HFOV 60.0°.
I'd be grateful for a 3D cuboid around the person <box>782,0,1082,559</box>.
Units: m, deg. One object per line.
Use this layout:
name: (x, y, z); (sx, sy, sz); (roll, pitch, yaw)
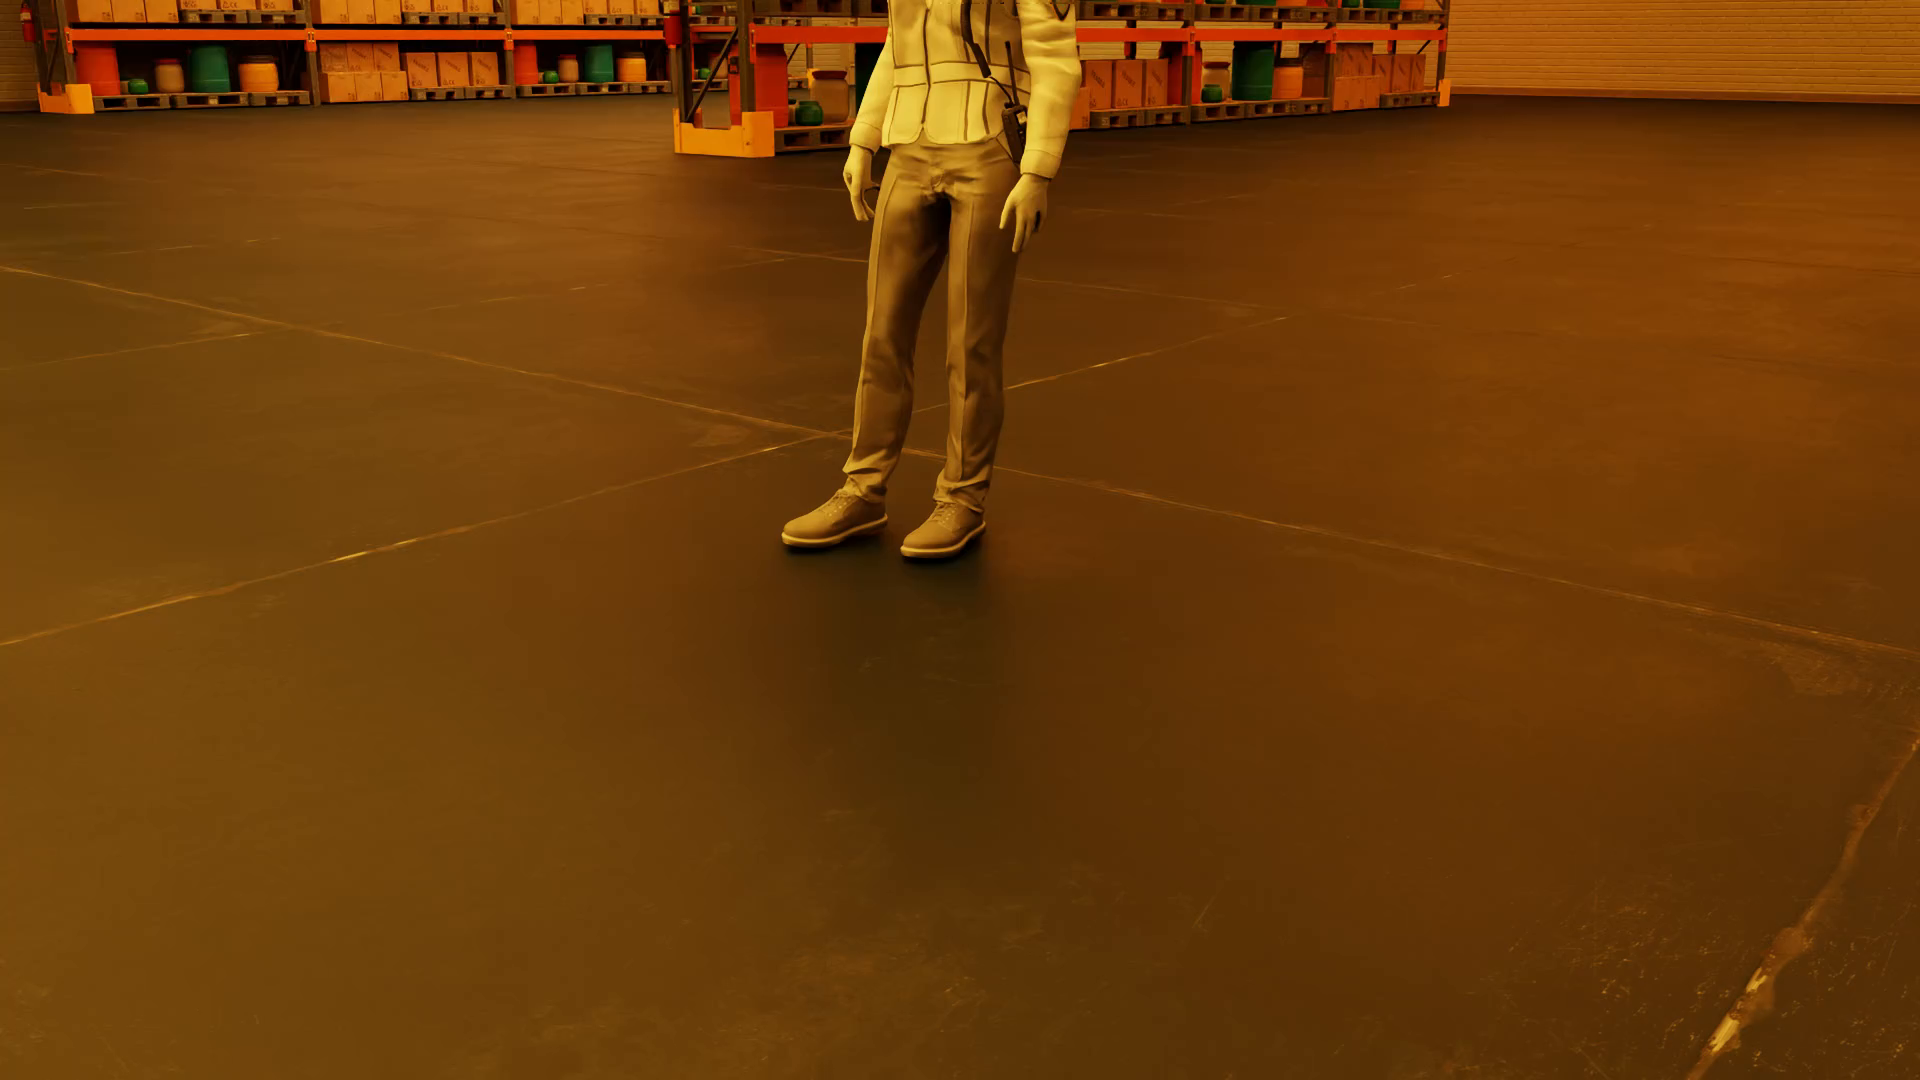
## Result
person: (-0.048, -0.804, 3.648); (0.588, 1.696, 0.533); (13, 21, 37)
